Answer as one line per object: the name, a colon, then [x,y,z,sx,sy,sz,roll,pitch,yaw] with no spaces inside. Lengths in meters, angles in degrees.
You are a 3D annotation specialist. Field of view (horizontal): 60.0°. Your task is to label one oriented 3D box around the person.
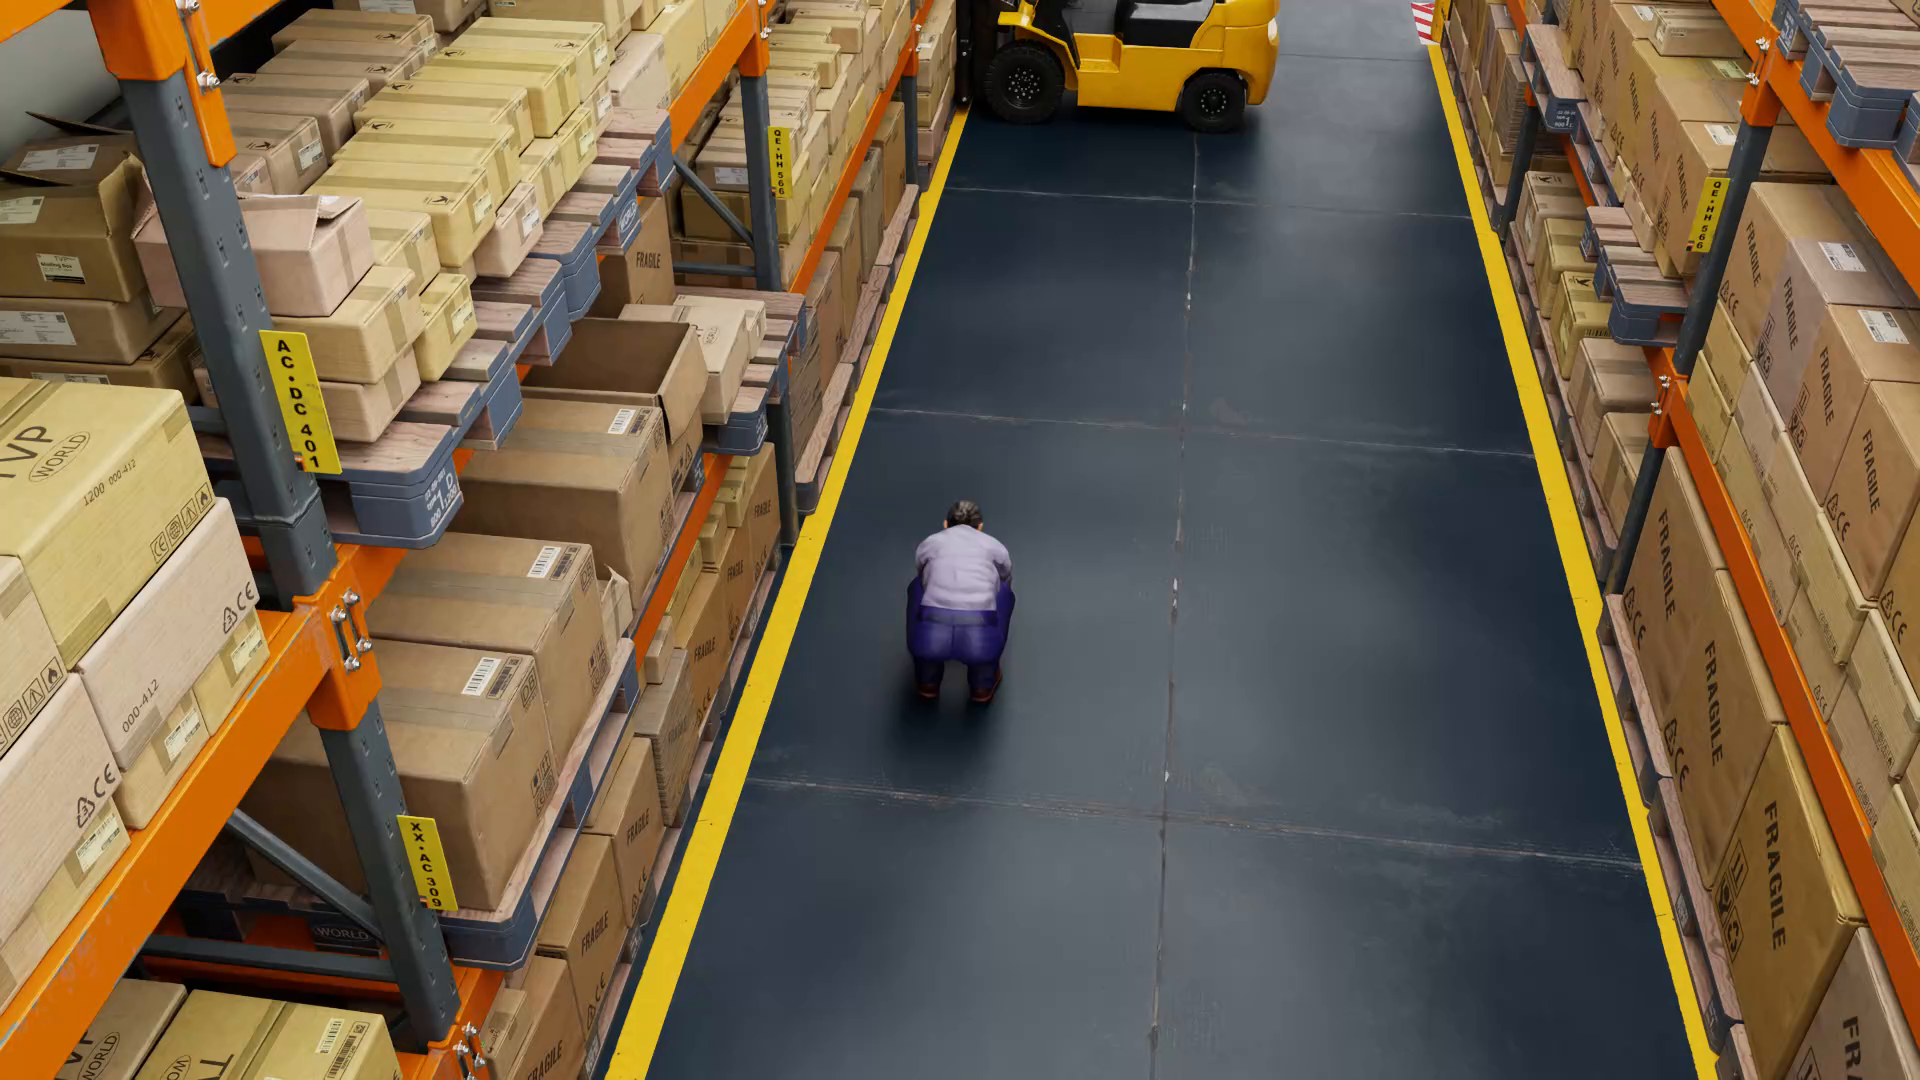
person: [0.000,0.293,7.479,0.491,0.720,0.962,4,37,5]
